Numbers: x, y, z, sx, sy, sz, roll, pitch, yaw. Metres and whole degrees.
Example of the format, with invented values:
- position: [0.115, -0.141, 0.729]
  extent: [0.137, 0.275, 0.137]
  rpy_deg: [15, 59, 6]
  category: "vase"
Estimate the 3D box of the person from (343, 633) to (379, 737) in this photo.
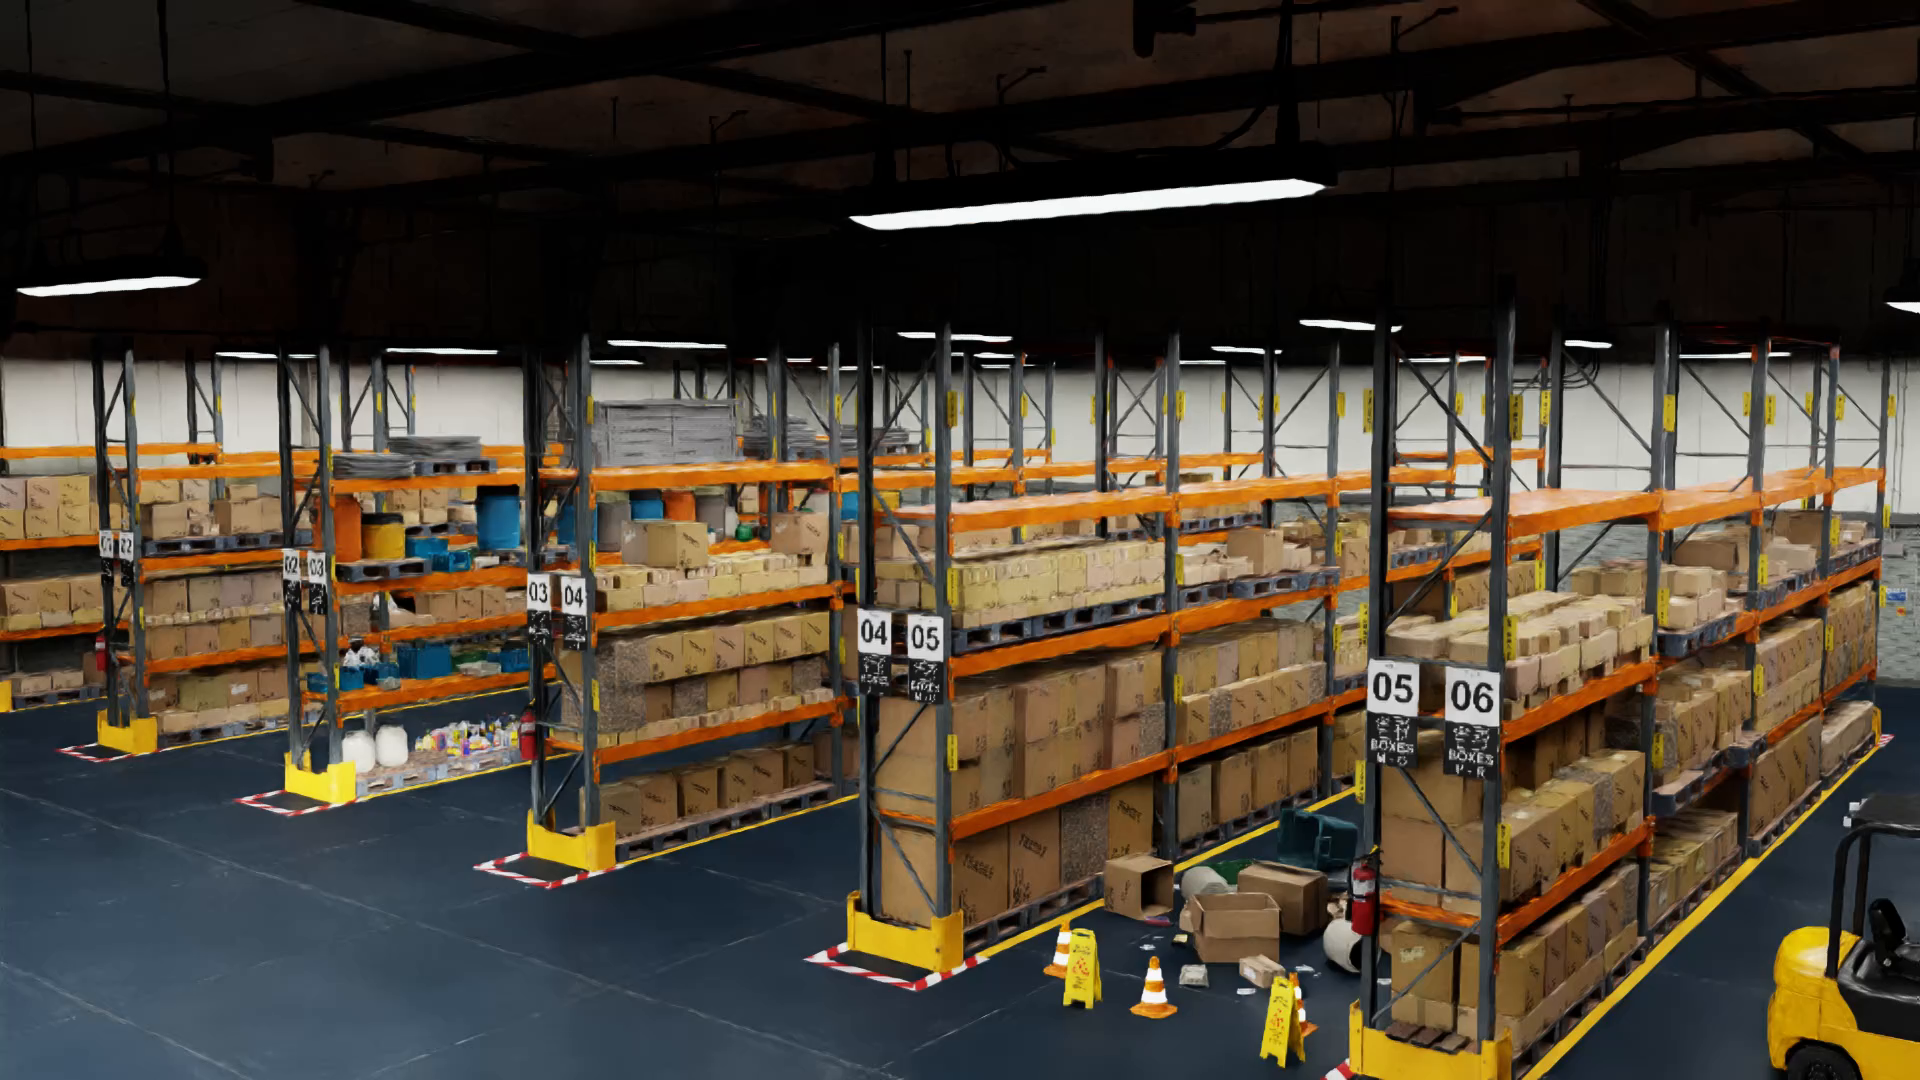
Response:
- position: [-8.977, 2.174, 25.096]
  extent: [0.626, 1.610, 0.804]
  rpy_deg: [2, 5, 20]
  category: "person"

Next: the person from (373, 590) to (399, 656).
- position: [-10.706, 1.599, 30.926]
  extent: [0.468, 1.755, 0.577]
  rpy_deg: [1, 5, 10]
  category: "person"
